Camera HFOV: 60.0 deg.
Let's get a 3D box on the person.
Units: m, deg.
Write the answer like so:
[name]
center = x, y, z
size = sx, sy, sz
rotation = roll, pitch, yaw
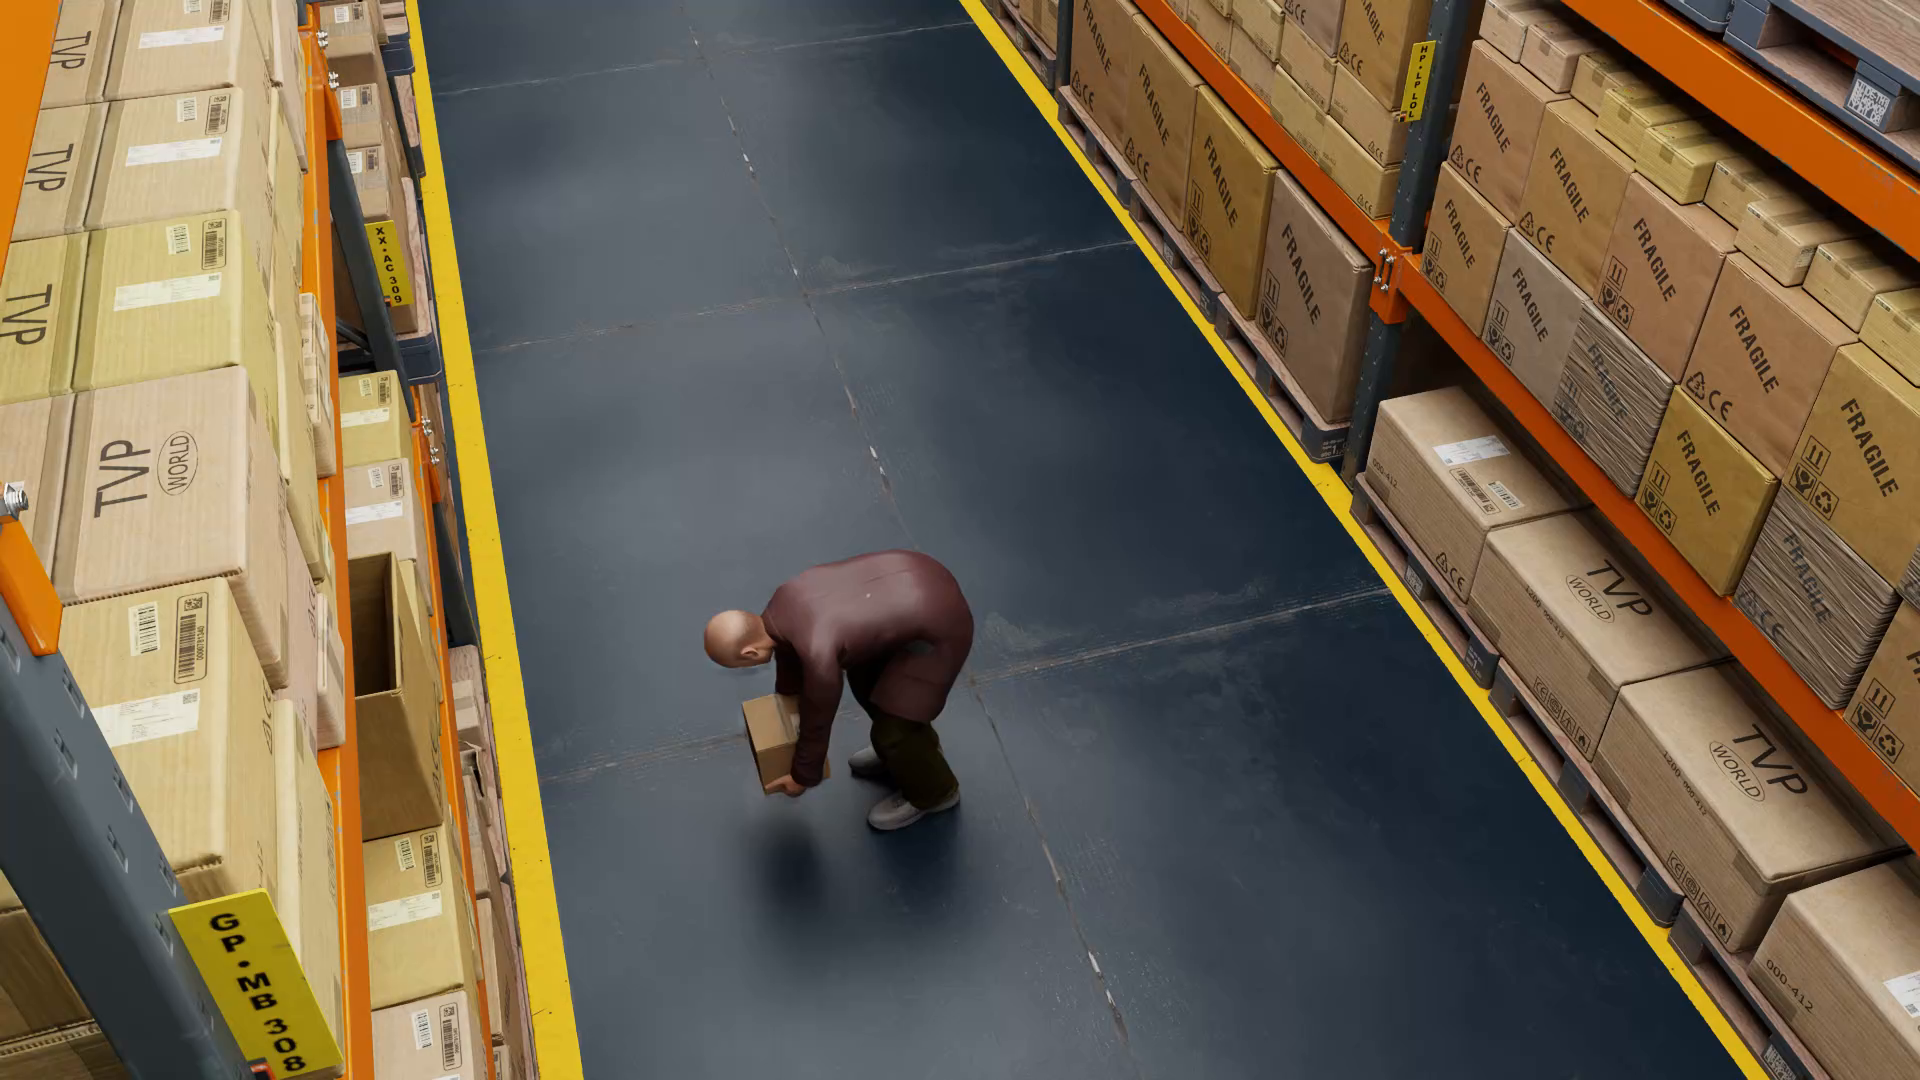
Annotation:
[person]
center = -0.417, 0.574, 6.007
size = 0.948, 1.140, 0.568
rotation = -13, 43, -14
